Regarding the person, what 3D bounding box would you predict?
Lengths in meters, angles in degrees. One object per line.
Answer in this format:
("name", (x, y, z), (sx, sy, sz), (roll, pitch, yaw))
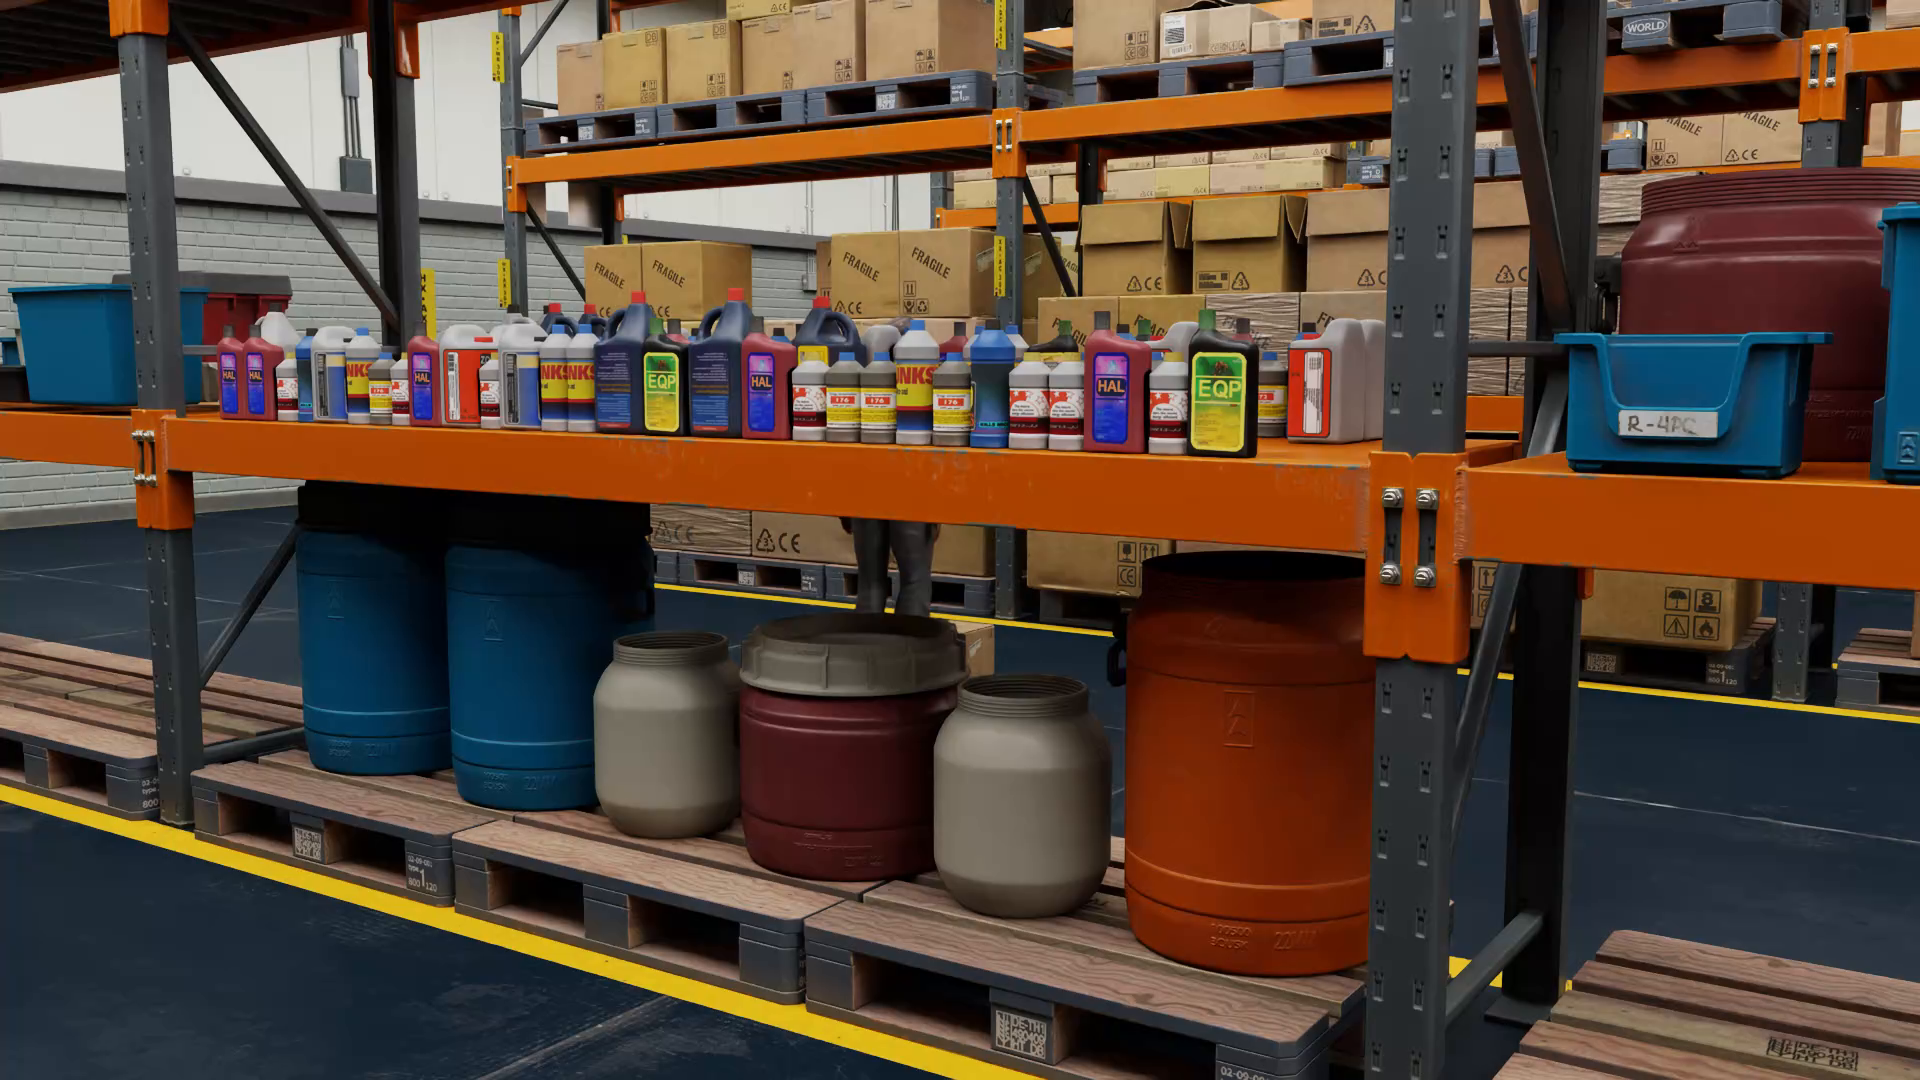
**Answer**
("person", (-0.308, -0.130, 7.206), (0.548, 1.669, 0.324), (3, 7, 23))
